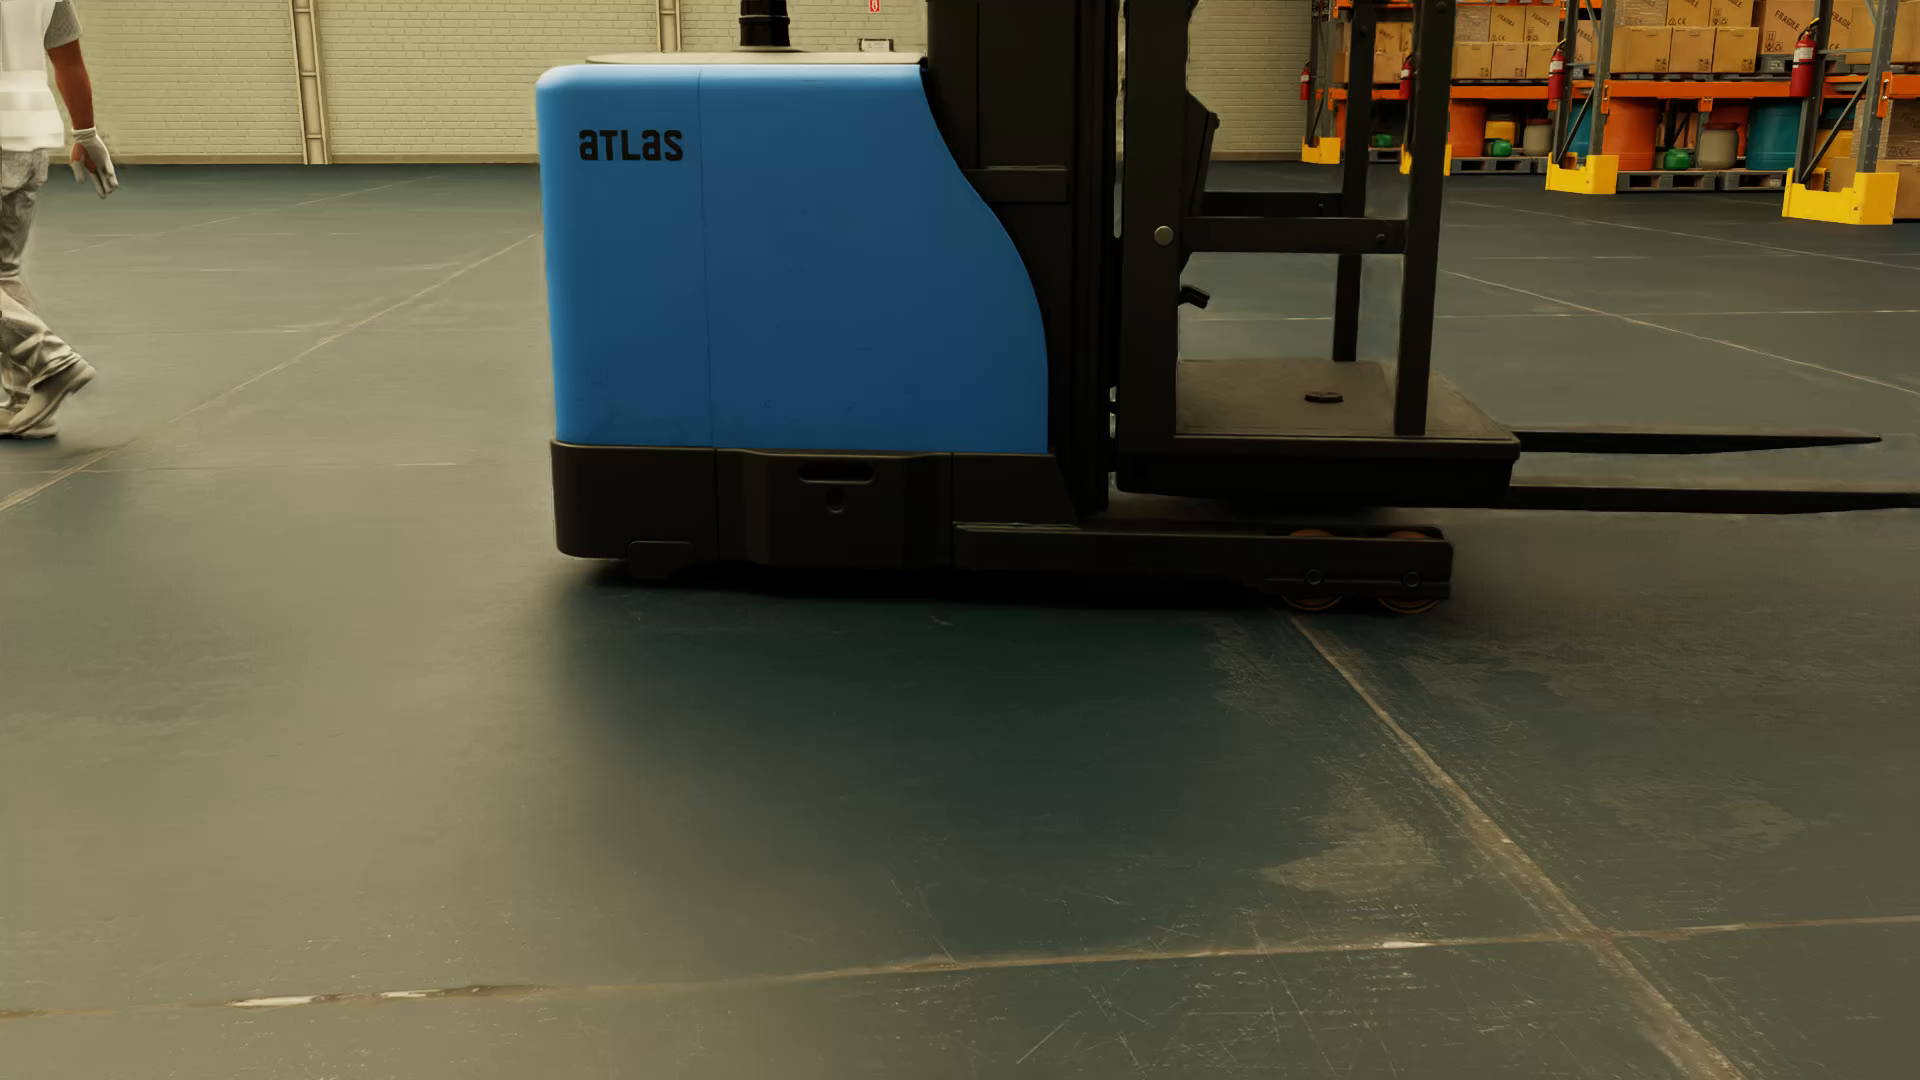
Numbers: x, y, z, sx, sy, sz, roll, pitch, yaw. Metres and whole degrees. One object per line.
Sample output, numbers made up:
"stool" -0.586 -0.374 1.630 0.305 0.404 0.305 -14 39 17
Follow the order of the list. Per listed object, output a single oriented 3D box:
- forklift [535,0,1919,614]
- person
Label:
"forklift" 0.675 -1.409 3.531 3.031 2.935 1.130 1 15 5
"person" -2.836 -1.156 4.866 0.543 1.765 0.797 -1 15 -2
